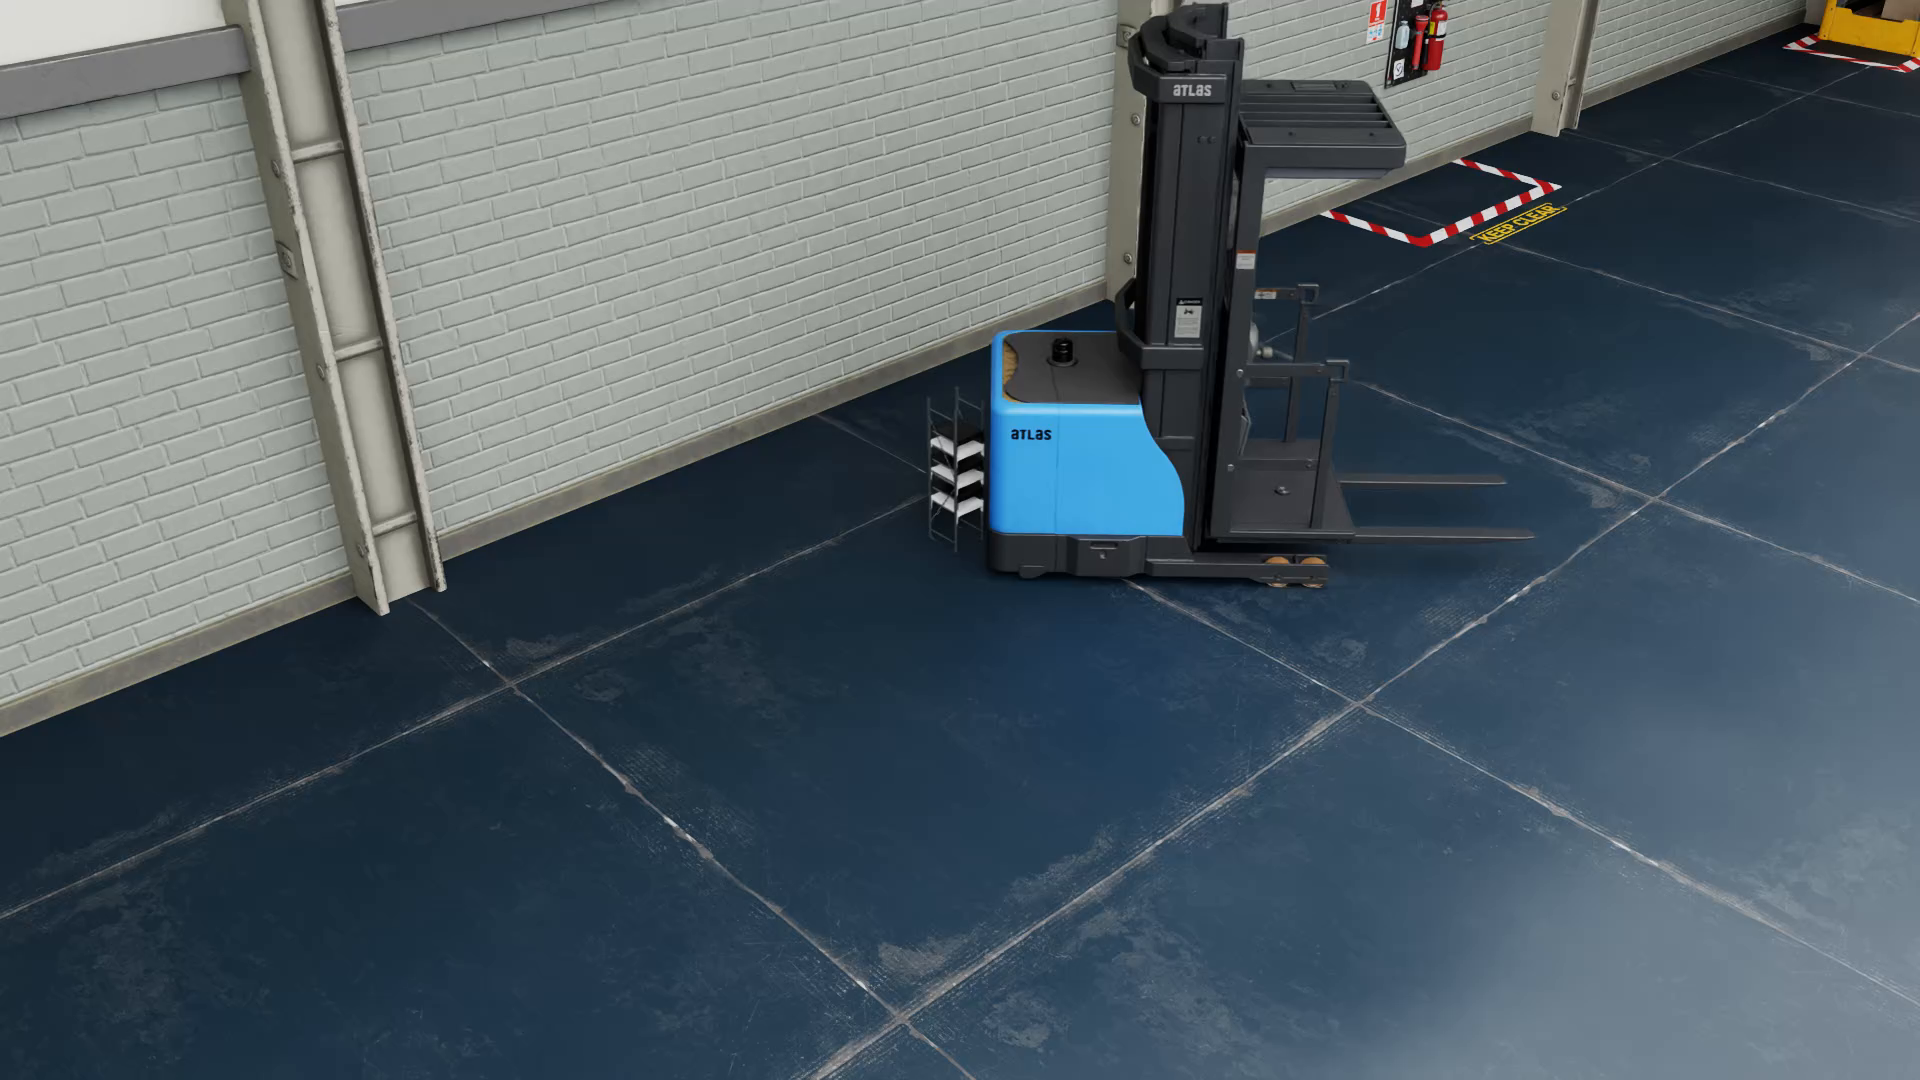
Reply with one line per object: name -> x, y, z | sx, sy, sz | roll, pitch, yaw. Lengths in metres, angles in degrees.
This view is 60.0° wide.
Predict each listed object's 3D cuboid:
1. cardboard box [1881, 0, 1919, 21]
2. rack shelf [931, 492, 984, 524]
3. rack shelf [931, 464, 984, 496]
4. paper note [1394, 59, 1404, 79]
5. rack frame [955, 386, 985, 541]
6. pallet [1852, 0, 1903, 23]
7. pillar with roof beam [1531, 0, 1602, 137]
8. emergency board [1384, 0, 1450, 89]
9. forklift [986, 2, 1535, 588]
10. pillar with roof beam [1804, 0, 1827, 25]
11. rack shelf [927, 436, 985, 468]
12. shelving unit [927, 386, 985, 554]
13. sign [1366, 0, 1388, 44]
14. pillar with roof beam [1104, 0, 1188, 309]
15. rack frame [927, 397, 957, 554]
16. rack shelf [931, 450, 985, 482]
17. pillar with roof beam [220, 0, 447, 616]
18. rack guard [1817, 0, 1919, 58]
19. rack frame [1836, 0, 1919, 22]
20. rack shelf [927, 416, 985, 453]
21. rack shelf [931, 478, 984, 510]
cardboard box -> 10.774, -6.058, 18.772 | 0.500, 0.311, 0.500 | 24, 39, 34
rack shelf -> -0.023, -0.206, 9.468 | 0.200, 0.077, 0.258 | -25, 39, -35
rack shelf -> -0.023, -0.360, 9.374 | 0.200, 0.077, 0.258 | -25, 39, -35
paper note -> 3.717, -3.983, 14.068 | 0.142, 0.148, 0.016 | -26, 40, -35
rack frame -> 0.053, -0.424, 9.415 | 0.006, 0.900, 0.240 | -25, 39, -35
pallet -> 10.881, -5.918, 19.061 | 1.213, 0.211, 1.003 | -26, 40, -35
pillar with roof beam -> 8.658, -6.170, 11.049 | 0.400, 9.000, 9.100 | -26, 40, -35
emergency board -> 3.893, -4.395, 13.897 | 0.643, 1.169, 0.194 | -26, 40, -35
forklift -> 1.673, -1.269, 8.851 | 3.031, 2.935, 1.130 | 1, 31, 1
pillar with roof beam -> 13.058, -8.298, 14.529 | 0.400, 9.000, 9.100 | -26, 40, -35
rack shelf -> -0.023, -0.514, 9.281 | 0.200, 0.077, 0.258 | -25, 39, -35
shelving unit -> -0.023, -0.388, 9.357 | 0.210, 0.900, 0.258 | -25, 39, -35
sign -> 3.418, -4.254, 13.632 | 0.234, 0.329, 0.001 | -26, 40, -35
pillar with roof beam -> 4.259, -4.042, 7.568 | 0.400, 9.000, 9.100 | -26, 40, -35
rack frame -> -0.098, -0.353, 9.299 | 0.006, 0.900, 0.240 | -25, 39, -35
rack shelf -> -0.023, -0.437, 9.327 | 0.200, 0.077, 0.258 | -25, 39, -35
pillar with roof beam -> -0.141, -1.914, 4.088 | 0.400, 9.000, 9.100 | -26, 40, -35
rack guard -> 10.262, -5.767, 18.536 | 0.348, 0.500, 1.175 | -26, 40, -35
rack frame -> 10.206, -6.806, 17.840 | 0.127, 3.000, 1.000 | -26, 40, -35
rack shelf -> -0.023, -0.590, 9.234 | 0.200, 0.077, 0.258 | -25, 39, -35
rack shelf -> -0.023, -0.283, 9.421 | 0.200, 0.077, 0.258 | -25, 39, -35
